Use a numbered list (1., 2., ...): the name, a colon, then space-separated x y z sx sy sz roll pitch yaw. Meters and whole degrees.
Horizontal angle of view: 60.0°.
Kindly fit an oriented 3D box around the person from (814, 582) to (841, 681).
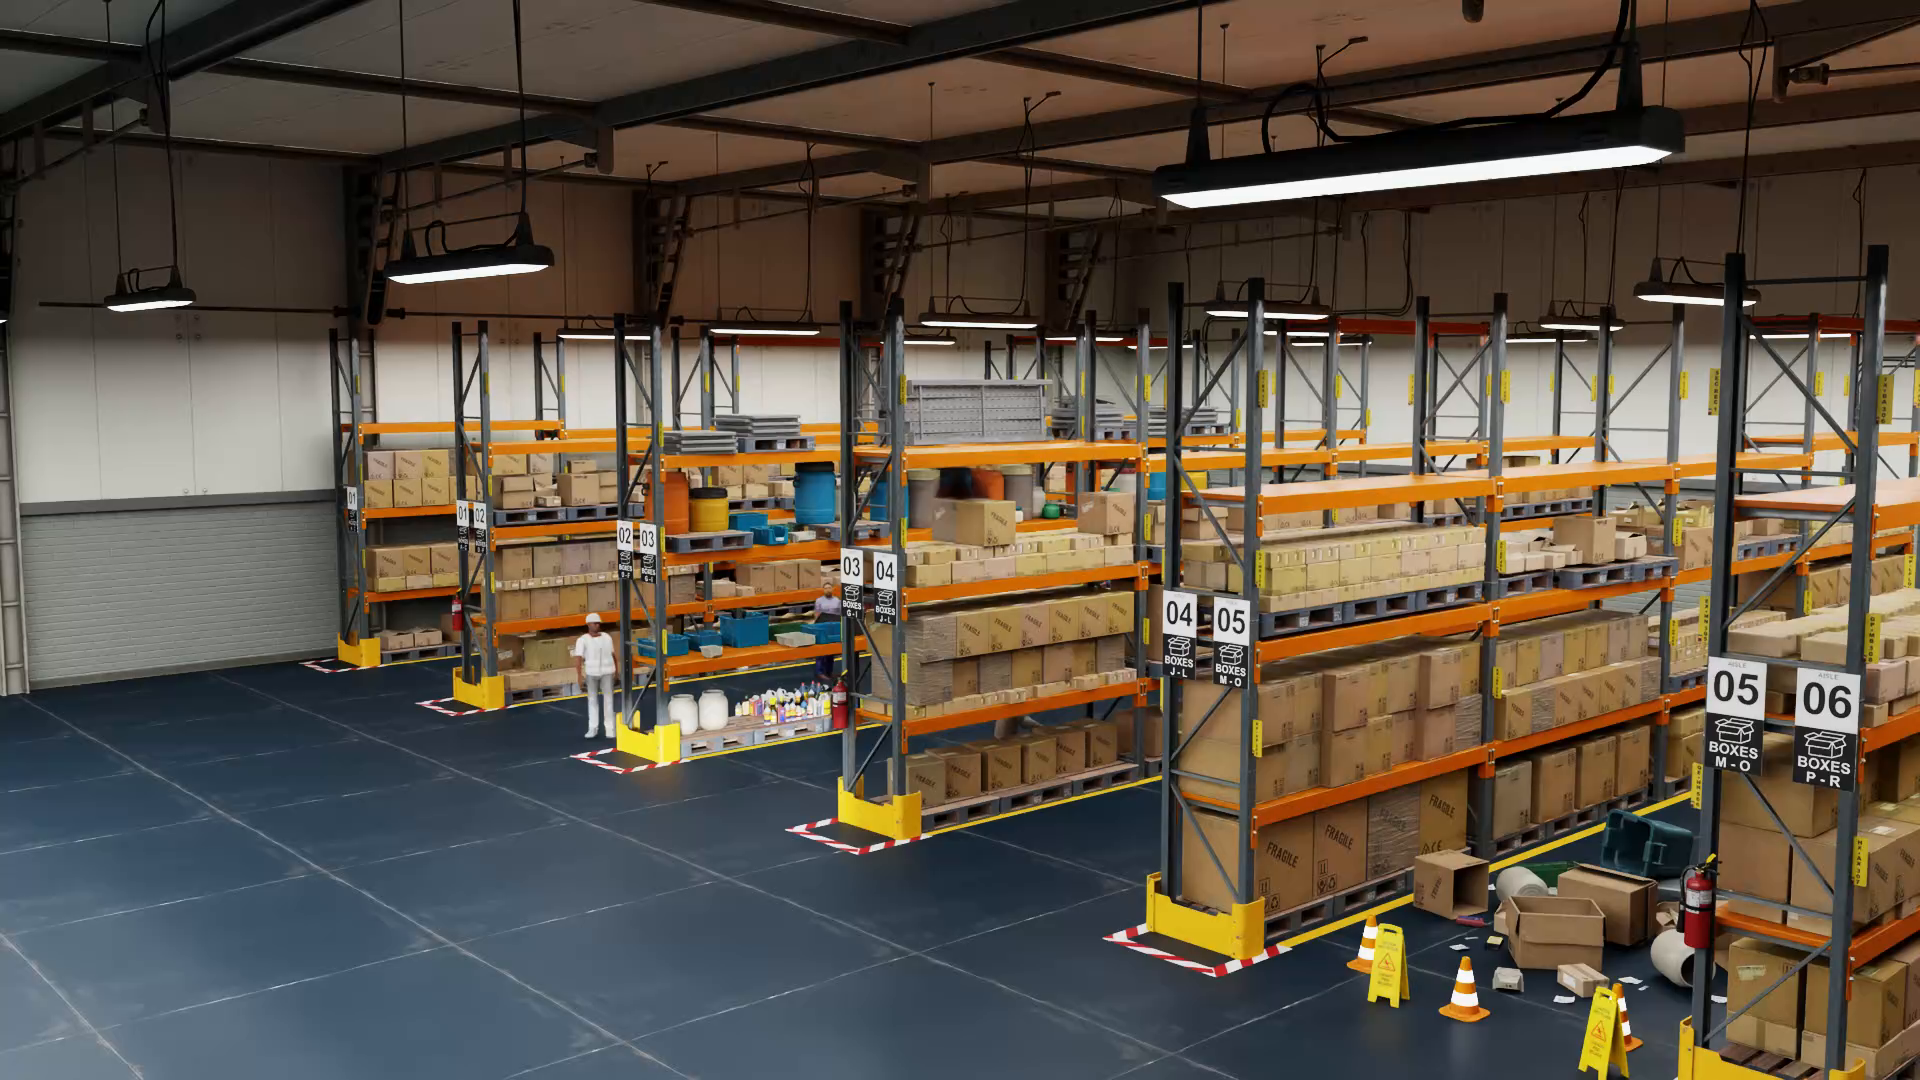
1. person: -2.237 1.547 28.436 0.523 1.656 0.409 -5 8 -42

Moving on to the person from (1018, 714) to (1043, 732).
1. person: 0.828 2.119 22.902 0.724 1.690 0.642 -4 7 -33

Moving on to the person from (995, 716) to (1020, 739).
1. person: 0.660 2.097 22.274 0.428 1.724 0.599 4 7 38

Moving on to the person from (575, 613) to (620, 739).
1. person: -5.183 1.956 23.788 0.614 1.807 0.613 -1 6 -8
